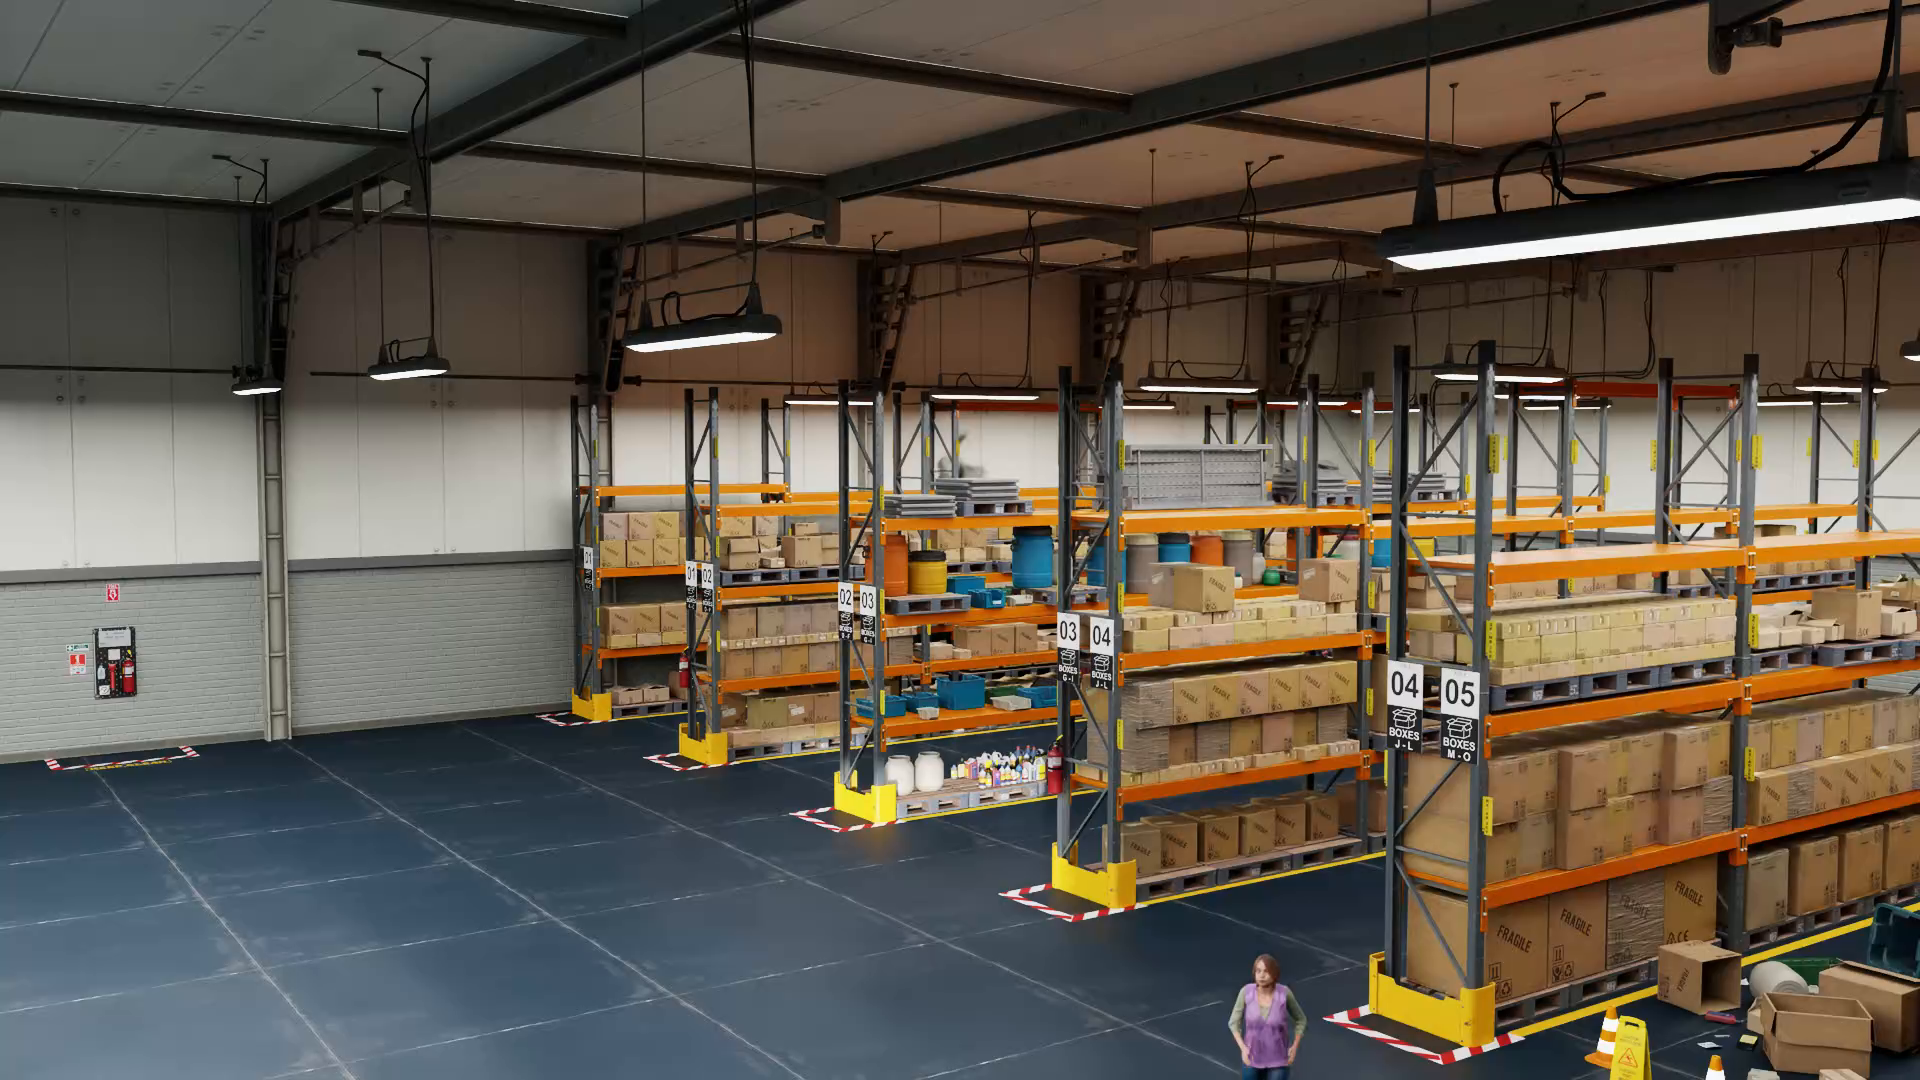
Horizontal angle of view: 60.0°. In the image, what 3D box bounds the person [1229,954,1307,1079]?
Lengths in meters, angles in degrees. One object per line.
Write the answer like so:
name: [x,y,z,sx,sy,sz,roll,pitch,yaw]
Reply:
person: [2.172,3.684,11.745,0.544,1.588,0.710,1,4,13]
